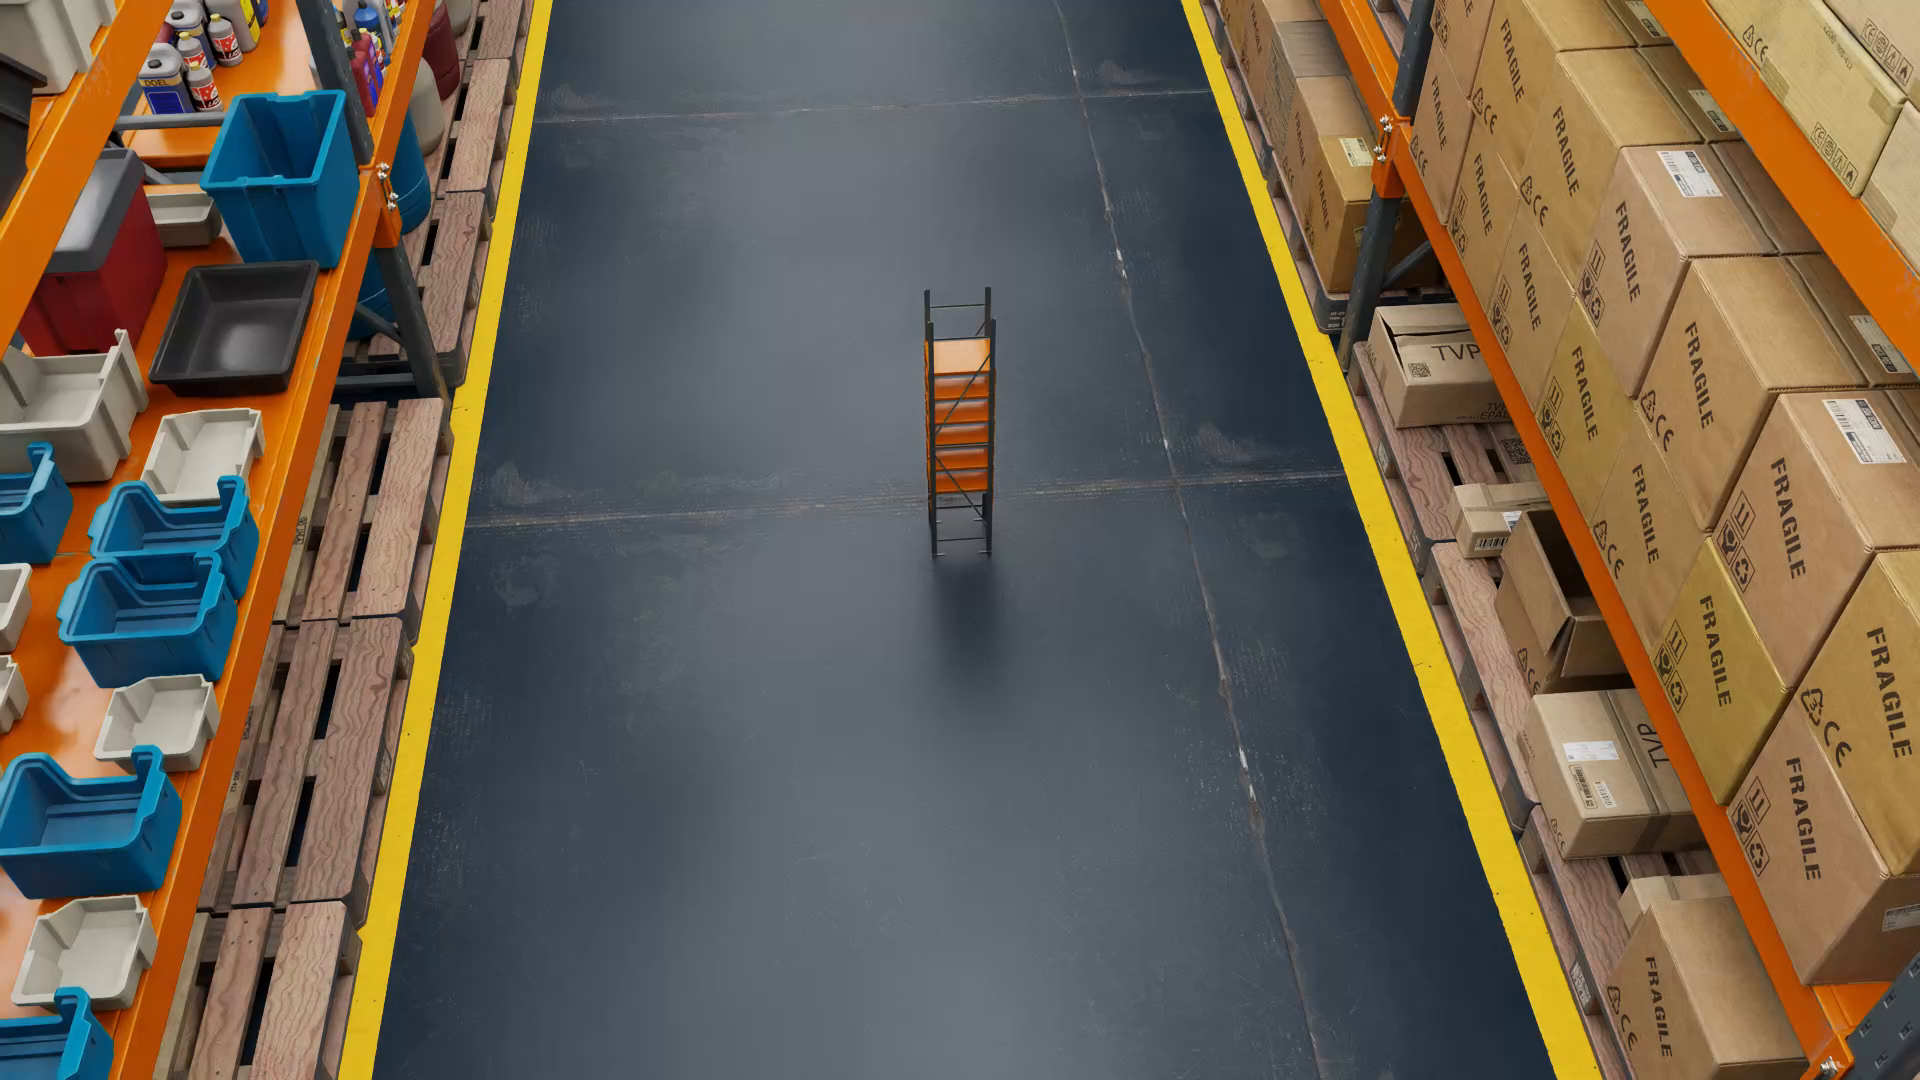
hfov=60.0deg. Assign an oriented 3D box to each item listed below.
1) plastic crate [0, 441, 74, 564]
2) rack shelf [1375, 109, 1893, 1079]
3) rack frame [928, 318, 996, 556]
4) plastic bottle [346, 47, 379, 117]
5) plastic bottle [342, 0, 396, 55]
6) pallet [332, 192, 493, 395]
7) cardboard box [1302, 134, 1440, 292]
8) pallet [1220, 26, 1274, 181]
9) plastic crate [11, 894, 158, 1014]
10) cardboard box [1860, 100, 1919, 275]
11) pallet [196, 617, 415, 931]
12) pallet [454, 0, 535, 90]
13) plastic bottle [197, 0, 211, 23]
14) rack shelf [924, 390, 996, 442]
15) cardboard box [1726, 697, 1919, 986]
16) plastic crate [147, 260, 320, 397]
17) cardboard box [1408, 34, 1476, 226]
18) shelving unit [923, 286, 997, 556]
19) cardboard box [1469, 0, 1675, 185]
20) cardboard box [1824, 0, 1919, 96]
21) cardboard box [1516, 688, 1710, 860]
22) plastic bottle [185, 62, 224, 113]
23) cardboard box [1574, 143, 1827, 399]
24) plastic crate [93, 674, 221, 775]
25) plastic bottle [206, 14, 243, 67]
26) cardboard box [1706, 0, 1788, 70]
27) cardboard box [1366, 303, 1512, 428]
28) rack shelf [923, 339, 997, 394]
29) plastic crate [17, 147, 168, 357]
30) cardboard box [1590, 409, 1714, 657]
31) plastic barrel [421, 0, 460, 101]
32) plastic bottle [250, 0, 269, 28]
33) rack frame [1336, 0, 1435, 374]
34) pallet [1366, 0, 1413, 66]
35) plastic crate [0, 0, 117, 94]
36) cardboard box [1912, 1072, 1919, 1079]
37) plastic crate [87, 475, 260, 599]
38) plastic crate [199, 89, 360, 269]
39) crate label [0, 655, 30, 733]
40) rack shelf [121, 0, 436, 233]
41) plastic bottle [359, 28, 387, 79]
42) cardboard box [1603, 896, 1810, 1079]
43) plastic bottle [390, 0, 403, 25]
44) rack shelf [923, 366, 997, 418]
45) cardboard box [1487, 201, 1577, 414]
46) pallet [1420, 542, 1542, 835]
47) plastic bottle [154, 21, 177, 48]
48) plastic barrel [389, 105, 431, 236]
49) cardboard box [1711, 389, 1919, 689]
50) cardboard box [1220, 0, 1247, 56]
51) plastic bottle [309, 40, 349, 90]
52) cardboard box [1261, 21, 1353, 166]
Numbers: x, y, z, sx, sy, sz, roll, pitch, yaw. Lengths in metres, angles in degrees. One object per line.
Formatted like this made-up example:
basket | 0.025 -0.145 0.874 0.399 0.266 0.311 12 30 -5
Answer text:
plastic crate | -2.820 -0.091 4.844 0.416 0.233 0.300 -3 47 -3
rack shelf | 2.376 -0.156 5.327 1.077 0.370 4.000 -3 47 -3
rack frame | 0.006 -0.357 6.262 0.240 1.200 0.006 -3 47 -3
plastic bottle | -2.333 -1.803 6.472 0.061 0.283 0.133 -3 47 -3
plastic bottle | -2.417 -2.132 6.789 0.152 0.276 0.135 -3 47 -3
pallet | -2.751 -1.154 7.697 1.003 0.211 1.213 -3 47 -3
cardboard box | 1.882 -1.482 7.506 0.500 0.500 0.500 -4 47 -4
pallet | 1.998 -2.362 8.842 1.003 0.211 1.213 -3 47 -3
plastic crate | -2.030 0.977 3.899 0.250 0.136 0.298 -3 47 -3
cardboard box | 2.207 -0.654 3.341 0.500 0.250 0.500 -3 47 -3
pallet | -2.522 0.821 5.827 1.003 0.211 1.213 -3 47 -3
pallet | -2.955 -2.919 9.369 1.003 0.211 1.213 -3 47 -3
plastic bottle | -3.131 -2.180 6.783 0.144 0.351 0.185 -3 47 -3
rack shelf | -0.001 -0.475 6.269 0.258 0.103 0.180 -3 47 -3
cardboard box | 2.235 0.702 3.950 0.500 0.500 0.500 -2 47 -2
plastic crate | -2.366 -0.684 5.480 0.437 0.125 0.590 -3 47 -3
cardboard box | 1.980 -1.499 6.035 0.500 0.500 0.500 -2 47 -2
shelving unit | -0.001 -0.423 6.324 0.258 1.200 0.189 -3 47 -3
cardboard box | 2.012 -1.497 5.344 0.500 0.500 0.500 -5 47 -5
cardboard box | 2.166 -1.188 3.502 0.500 0.250 0.500 -3 47 -3
cardboard box | 2.203 0.771 5.545 0.500 0.250 0.500 -3 47 -3
plastic bottle | -2.960 -1.770 6.497 0.097 0.201 0.097 0 47 0
cardboard box | 2.098 -0.752 4.638 0.500 0.500 0.500 -2 47 -2
plastic crate | -2.086 0.486 4.364 0.250 0.136 0.298 -3 47 -3
plastic bottle | -2.990 -2.034 6.748 0.097 0.201 0.097 0 47 0
cardboard box | 2.126 -1.378 4.026 0.500 0.250 0.500 -3 47 -3
cardboard box | 2.028 -0.760 6.953 0.500 0.311 0.500 -3 47 -3
rack shelf | -0.001 -0.640 6.095 0.258 0.103 0.180 -3 47 -3
plastic crate | -2.903 -0.933 5.482 0.402 0.464 0.583 -3 47 -3
cardboard box | 2.152 -0.034 4.648 0.500 0.500 0.500 -3 47 -3
plastic barrel | -2.910 -2.591 8.510 0.600 0.588 0.708 -3 47 -3
plastic bottle | -3.002 -2.323 6.918 0.144 0.351 0.185 -3 47 -3
rack frame | 2.209 -1.850 6.436 1.000 3.000 0.127 -3 47 -3
pallet | 2.251 -2.369 7.060 1.003 0.211 1.213 -3 47 -3
plastic crate | -2.271 -1.271 3.903 0.437 0.282 0.530 -3 47 -3
cardboard box | 2.851 1.549 4.877 0.380 0.149 0.250 -3 47 -3
plastic crate | -2.221 0.011 4.748 0.416 0.233 0.300 -3 47 -3
plastic crate | -2.349 -1.250 5.837 0.392 0.384 0.575 -3 47 -3
crate label | -2.699 0.423 4.424 0.396 0.136 0.243 -3 47 -3
rack shelf | -2.895 -2.751 7.785 1.077 0.370 4.000 -3 47 -3
plastic bottle | -2.372 -1.954 6.671 0.097 0.201 0.097 0 47 0
cardboard box | 2.253 1.374 4.802 0.500 0.500 0.500 -3 47 -3
plastic bottle | -2.408 -2.262 6.963 0.097 0.201 0.097 0 47 0
rack shelf | -0.001 -0.558 6.182 0.258 0.103 0.180 -3 47 -3
cardboard box | 2.066 -0.767 5.341 0.500 0.500 0.500 -4 47 -4
pallet | 2.371 0.490 6.140 1.003 0.211 1.213 -3 47 -3
plastic bottle | -3.147 -1.942 6.603 0.061 0.283 0.133 -3 47 -3
plastic barrel | -2.815 -1.882 7.622 0.600 0.901 0.708 -3 47 -3
cardboard box | 2.189 -0.005 3.931 0.500 0.500 0.500 -2 47 -2
cardboard box | 1.714 -2.948 8.894 0.500 0.500 0.500 -4 47 -4
plastic bottle | -2.437 -1.838 6.459 0.144 0.351 0.185 -3 47 -3
cardboard box | 1.807 -2.203 8.189 0.500 0.500 0.500 -3 47 -3
